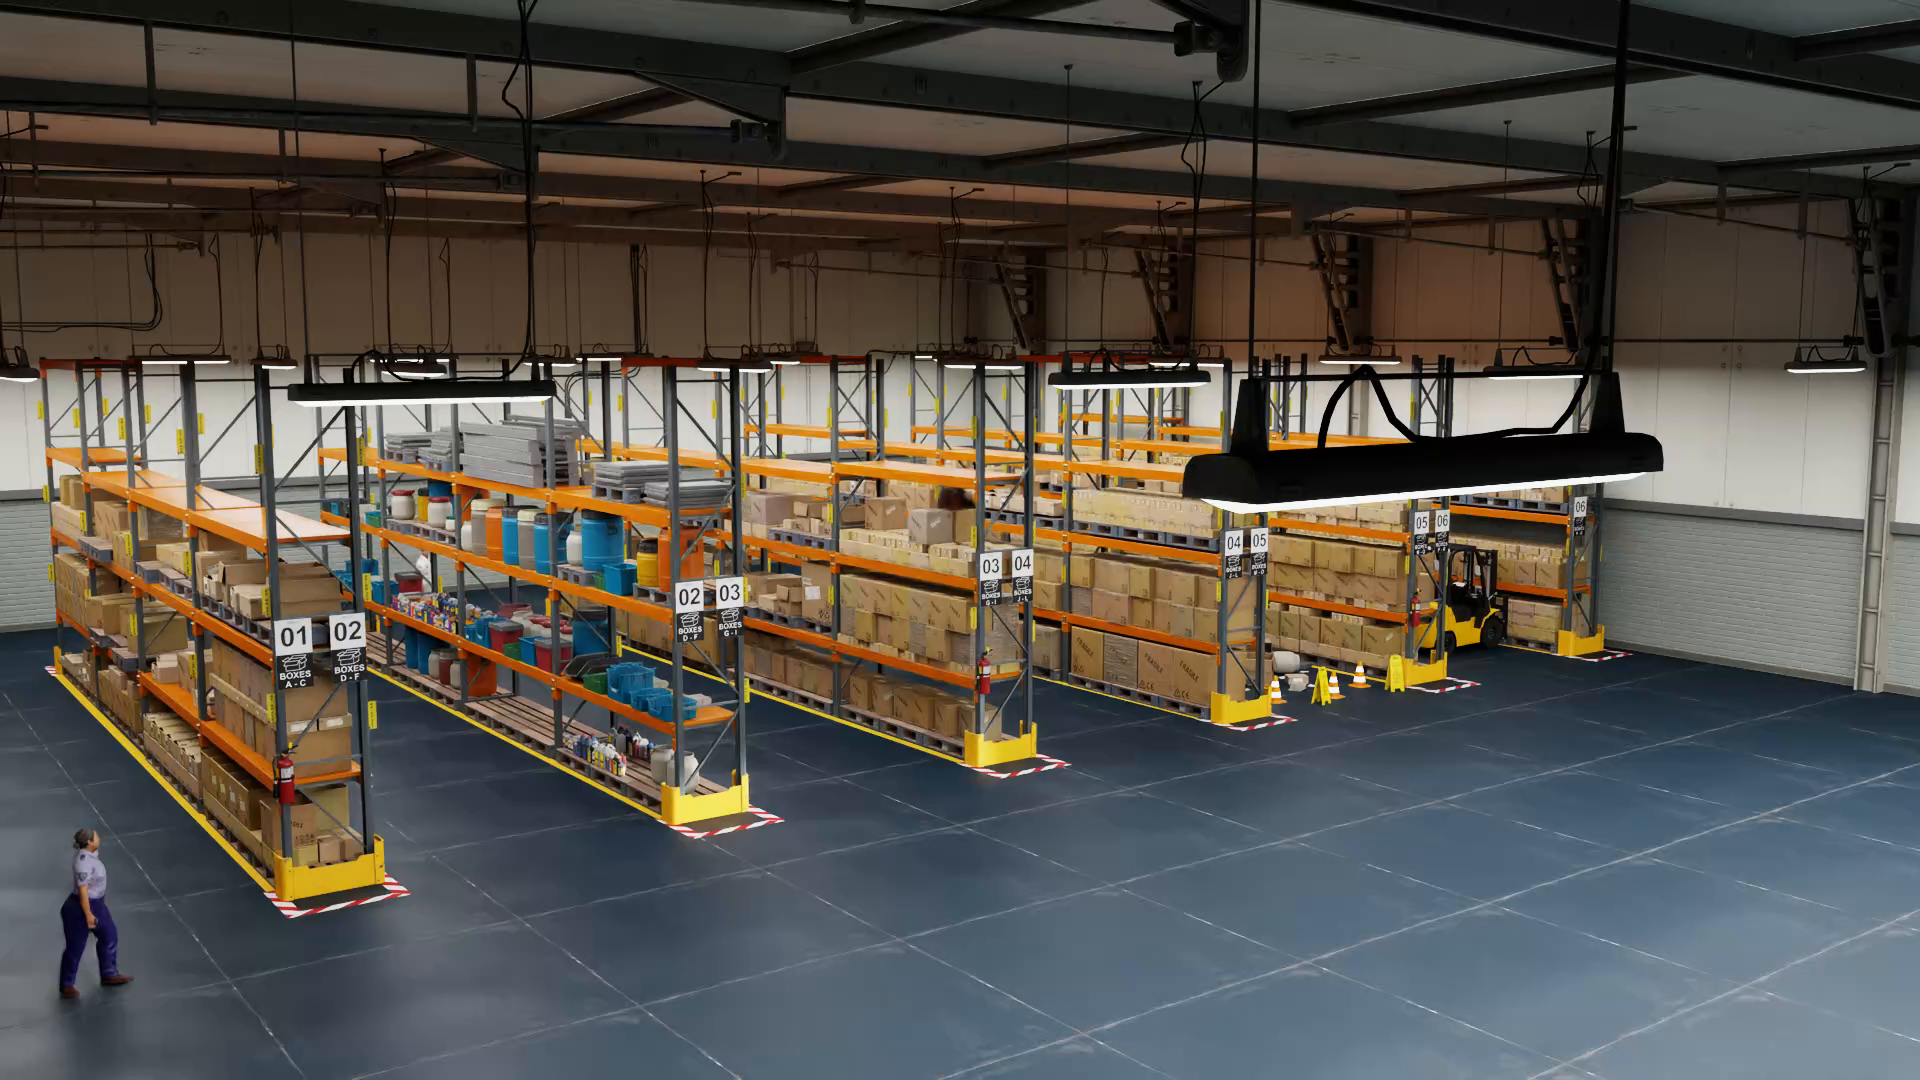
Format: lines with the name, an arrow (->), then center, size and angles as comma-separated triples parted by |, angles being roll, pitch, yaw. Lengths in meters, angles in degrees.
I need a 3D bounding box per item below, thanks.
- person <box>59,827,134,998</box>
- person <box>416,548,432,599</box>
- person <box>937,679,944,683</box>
person -> -8.485, 3.594, 16.202 | 0.614, 1.627, 0.536 | -1, 7, -6
person -> -12.099, 0.959, 37.498 | 0.695, 1.739, 0.565 | -3, 7, -22
person -> -0.402, 1.722, 31.128 | 0.607, 1.856, 0.791 | -4, 8, -31
